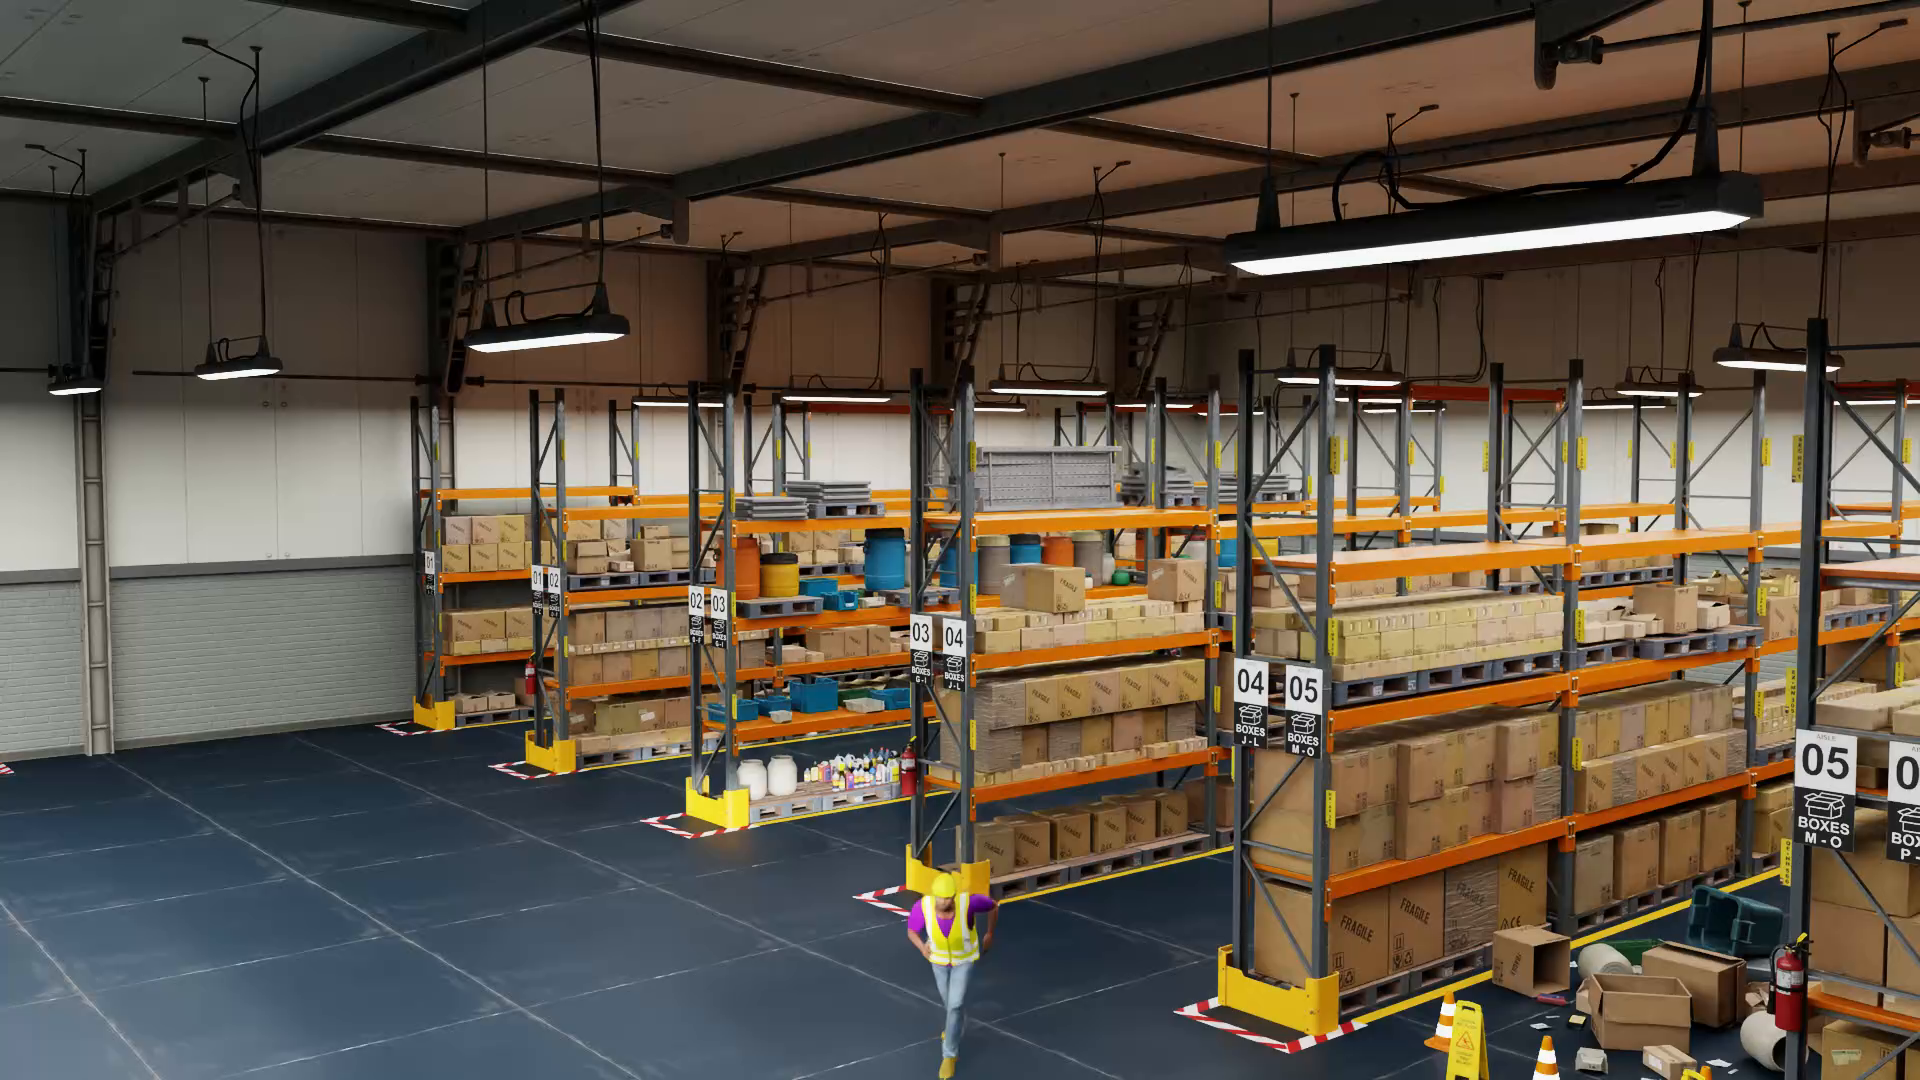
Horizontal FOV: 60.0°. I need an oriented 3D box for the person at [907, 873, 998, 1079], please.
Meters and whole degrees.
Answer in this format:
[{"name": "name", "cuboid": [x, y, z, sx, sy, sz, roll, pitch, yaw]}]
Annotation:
[{"name": "person", "cuboid": [-0.054, 3.537, 13.846, 0.747, 1.718, 1.047, 0, 3, 8]}]
